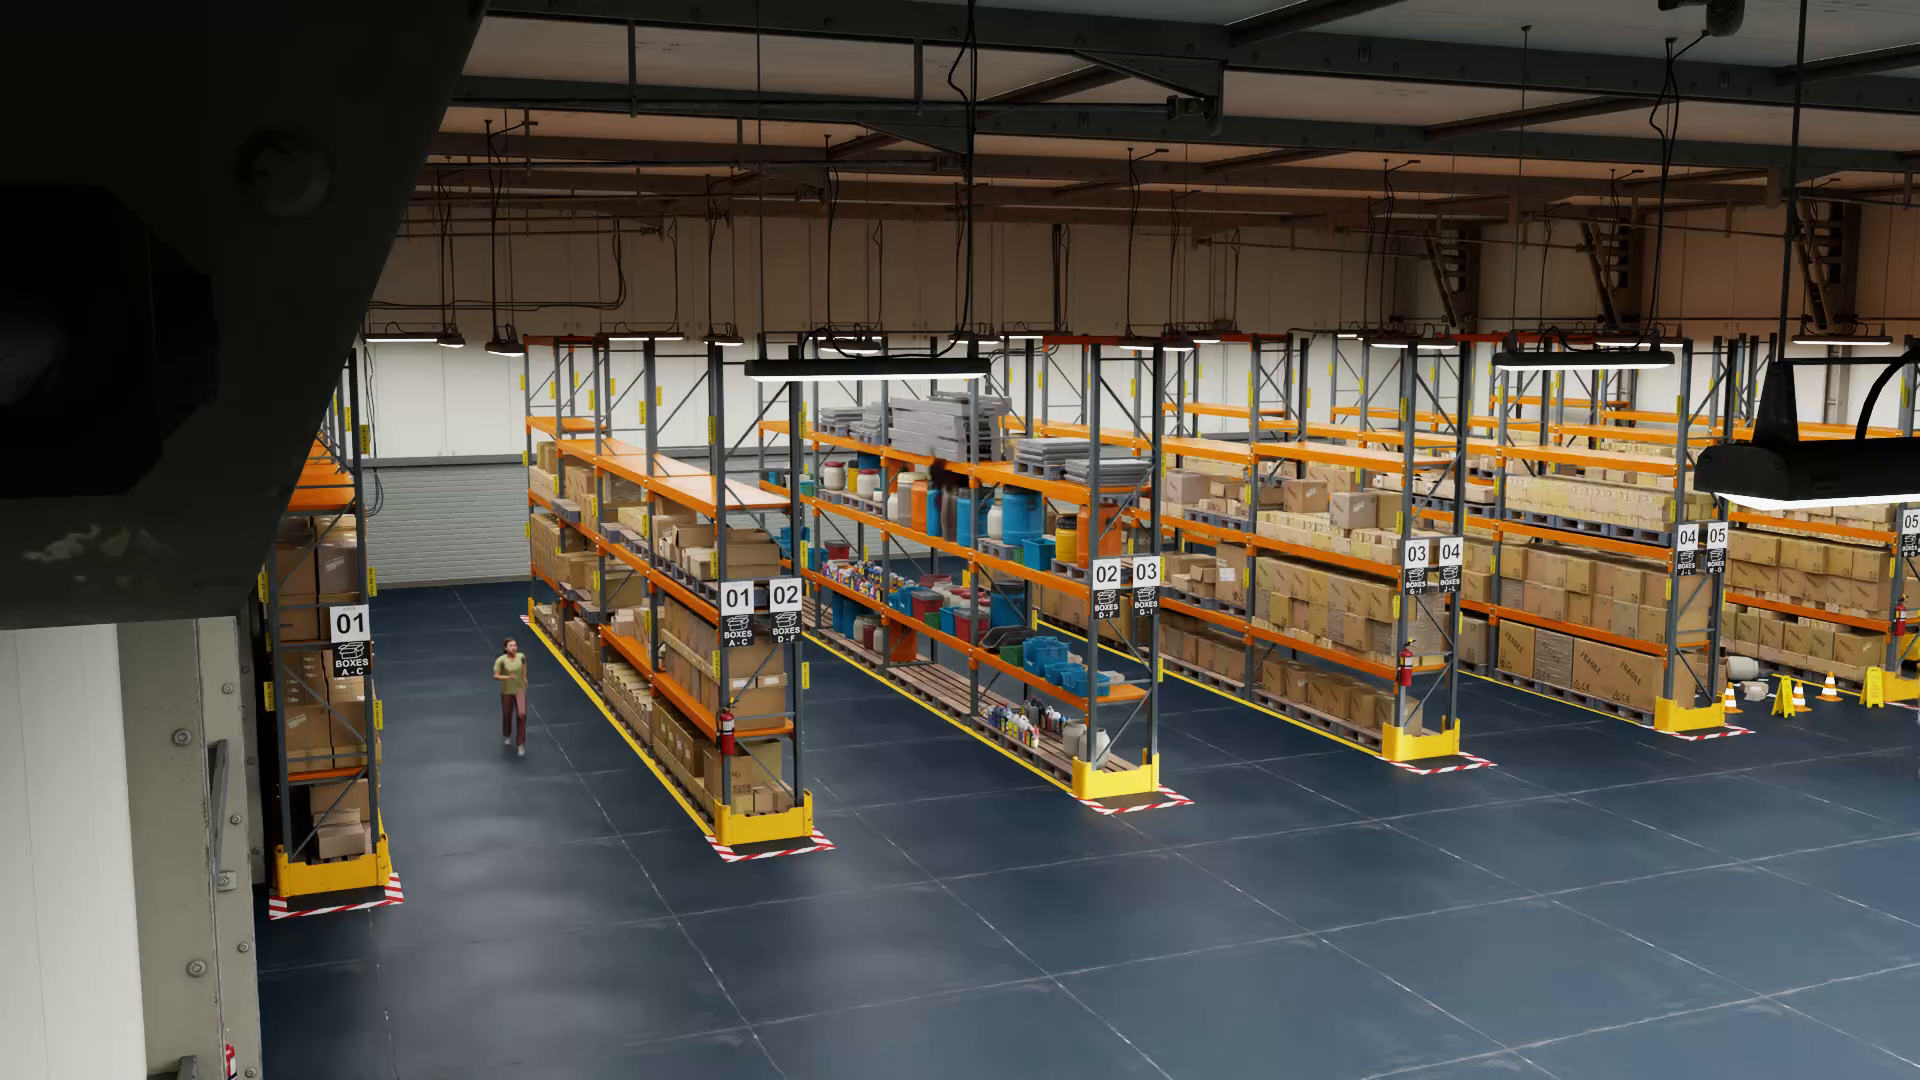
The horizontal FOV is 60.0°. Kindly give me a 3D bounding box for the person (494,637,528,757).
[{"bbox_3d":[-6.580,2.262,24.385,0.524,1.714,0.839,-3,8,-24],"label":"person"}]

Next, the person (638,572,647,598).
[{"bbox_3d":[-6.996,0.779,35.718,0.785,1.659,0.610,6,10,38],"label":"person"}]

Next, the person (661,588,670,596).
[{"bbox_3d":[-6.517,0.514,37.632,0.481,1.651,0.744,-1,8,-8],"label":"person"}]
